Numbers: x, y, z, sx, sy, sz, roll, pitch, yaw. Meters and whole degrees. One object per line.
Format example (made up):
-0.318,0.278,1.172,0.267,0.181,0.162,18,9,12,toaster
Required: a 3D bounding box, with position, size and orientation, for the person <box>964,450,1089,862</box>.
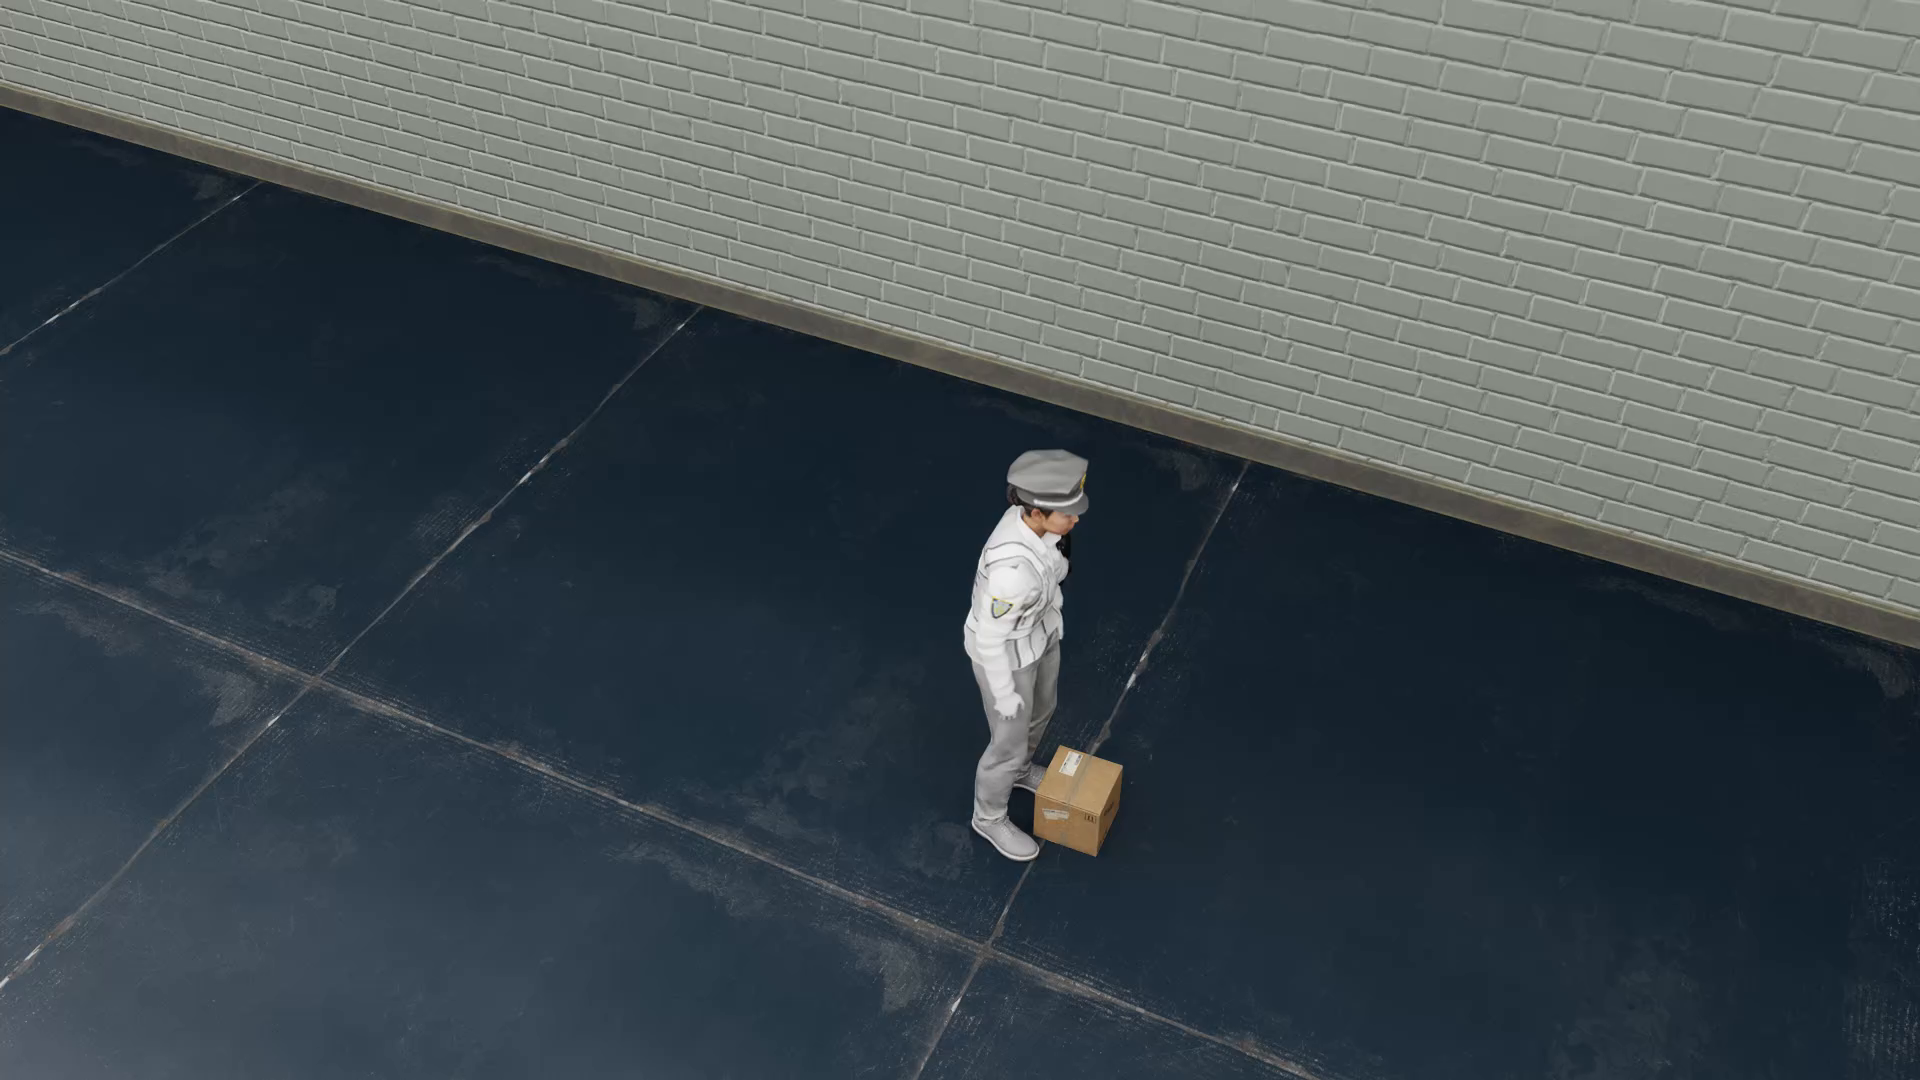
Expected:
0.221,0.377,5.742,0.379,1.663,0.536,17,45,18,person
